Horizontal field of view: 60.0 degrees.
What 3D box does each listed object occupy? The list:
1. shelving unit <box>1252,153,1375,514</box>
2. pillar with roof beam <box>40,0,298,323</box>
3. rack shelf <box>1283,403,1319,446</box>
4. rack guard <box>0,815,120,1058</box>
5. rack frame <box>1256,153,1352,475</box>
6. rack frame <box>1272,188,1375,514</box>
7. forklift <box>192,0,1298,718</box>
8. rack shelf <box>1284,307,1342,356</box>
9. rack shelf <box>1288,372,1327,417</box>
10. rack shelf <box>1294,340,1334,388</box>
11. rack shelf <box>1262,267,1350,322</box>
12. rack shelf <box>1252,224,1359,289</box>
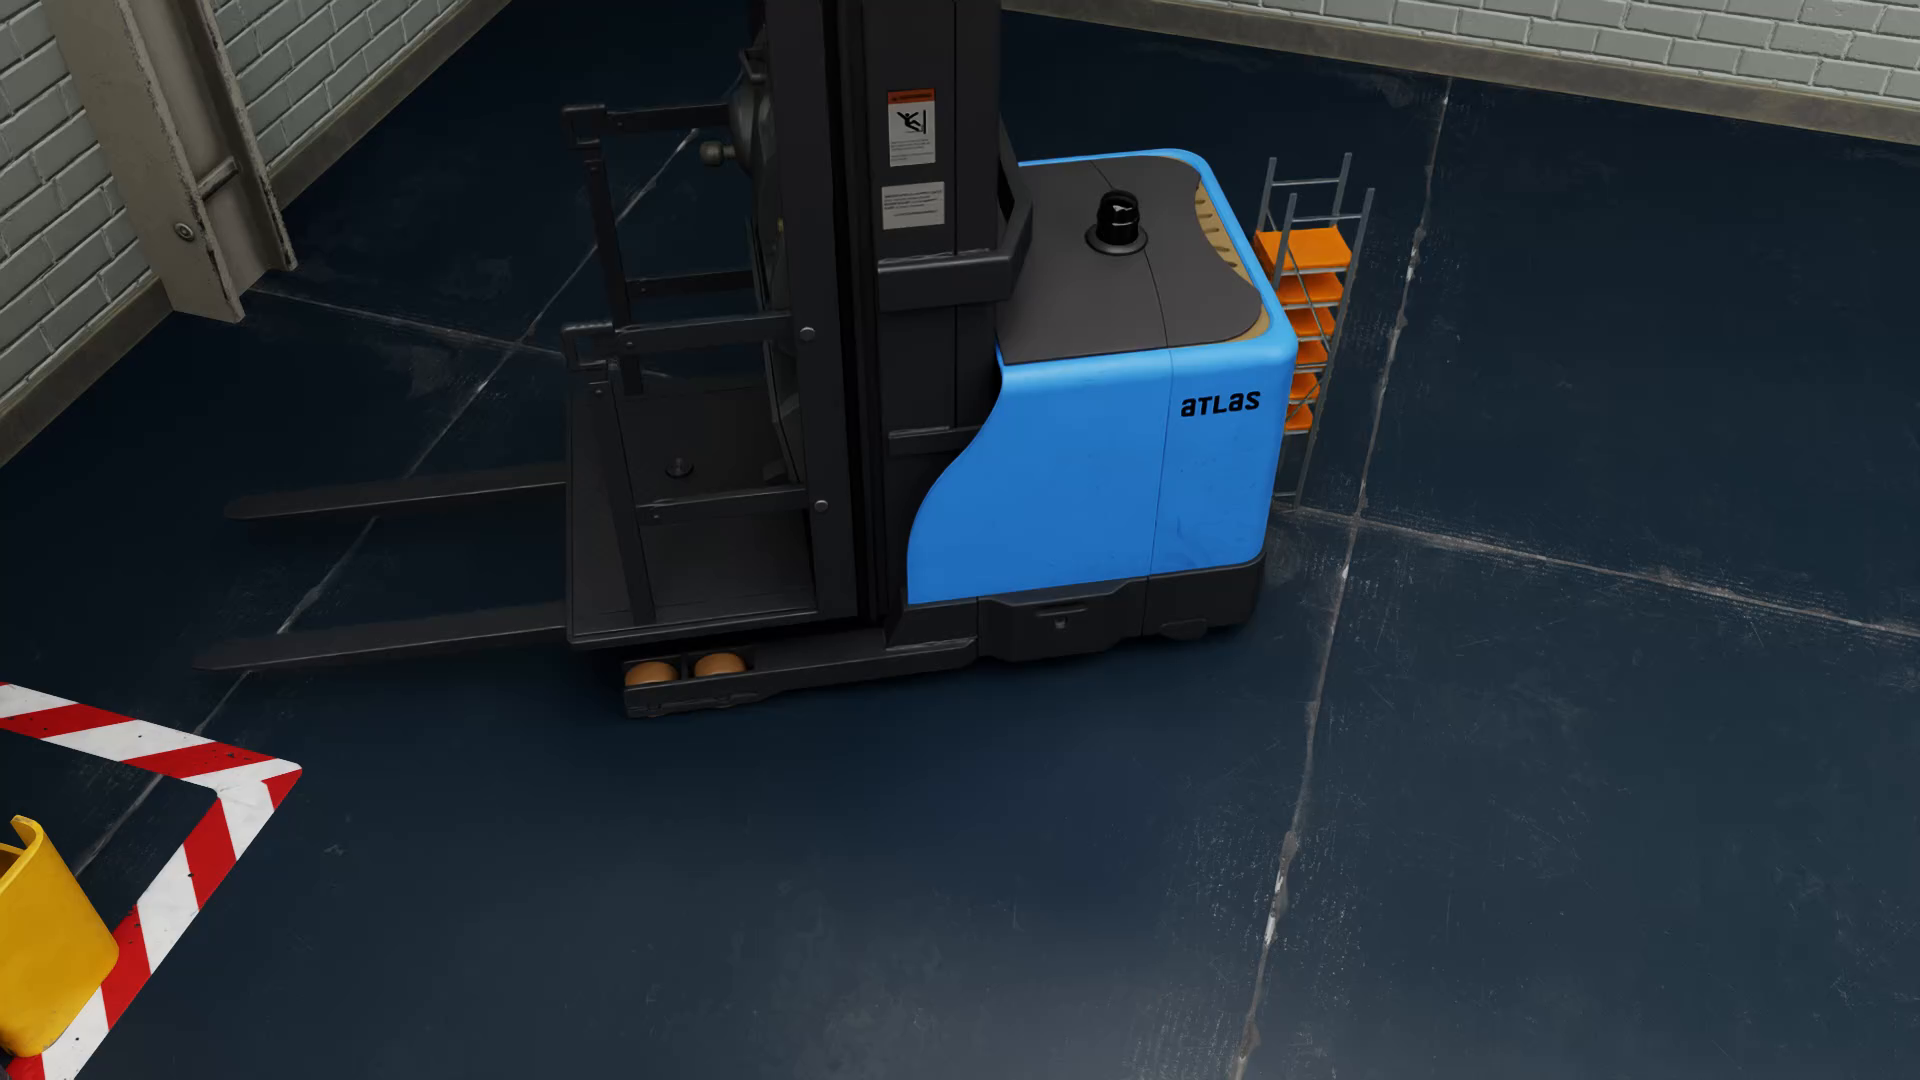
[{"bbox_3d":[0.970,-0.574,4.972,0.258,1.200,0.189,-5,45,-8],"label":"shelving unit"},{"bbox_3d":[1.383,-3.258,2.145,9.100,9.000,0.400,13,46,13],"label":"pillar with roof beam"},{"bbox_3d":[0.960,-0.370,5.170,0.258,0.103,0.180,-5,45,-8],"label":"rack shelf"},{"bbox_3d":[-2.706,0.835,4.039,1.175,0.500,0.348,13,46,13],"label":"rack guard"},{"bbox_3d":[0.954,-0.637,5.037,0.240,1.200,0.006,-5,45,-8],"label":"rack frame"},{"bbox_3d":[0.985,-0.511,4.908,0.240,1.200,0.006,-5,45,-8],"label":"rack frame"},{"bbox_3d":[-0.677,-0.944,4.119,3.031,2.935,1.130,-7,45,-7],"label":"forklift"},{"bbox_3d":[0.973,-0.628,4.920,0.258,0.103,0.180,-5,45,-8],"label":"rack shelf"},{"bbox_3d":[0.964,-0.456,5.087,0.258,0.103,0.180,-5,45,-8],"label":"rack shelf"},{"bbox_3d":[0.968,-0.542,5.003,0.258,0.103,0.180,-5,45,-8],"label":"rack shelf"},{"bbox_3d":[0.977,-0.715,4.836,0.258,0.103,0.180,-5,45,-8],"label":"rack shelf"},{"bbox_3d":[0.981,-0.801,4.753,0.258,0.103,0.180,-5,45,-8],"label":"rack shelf"}]
